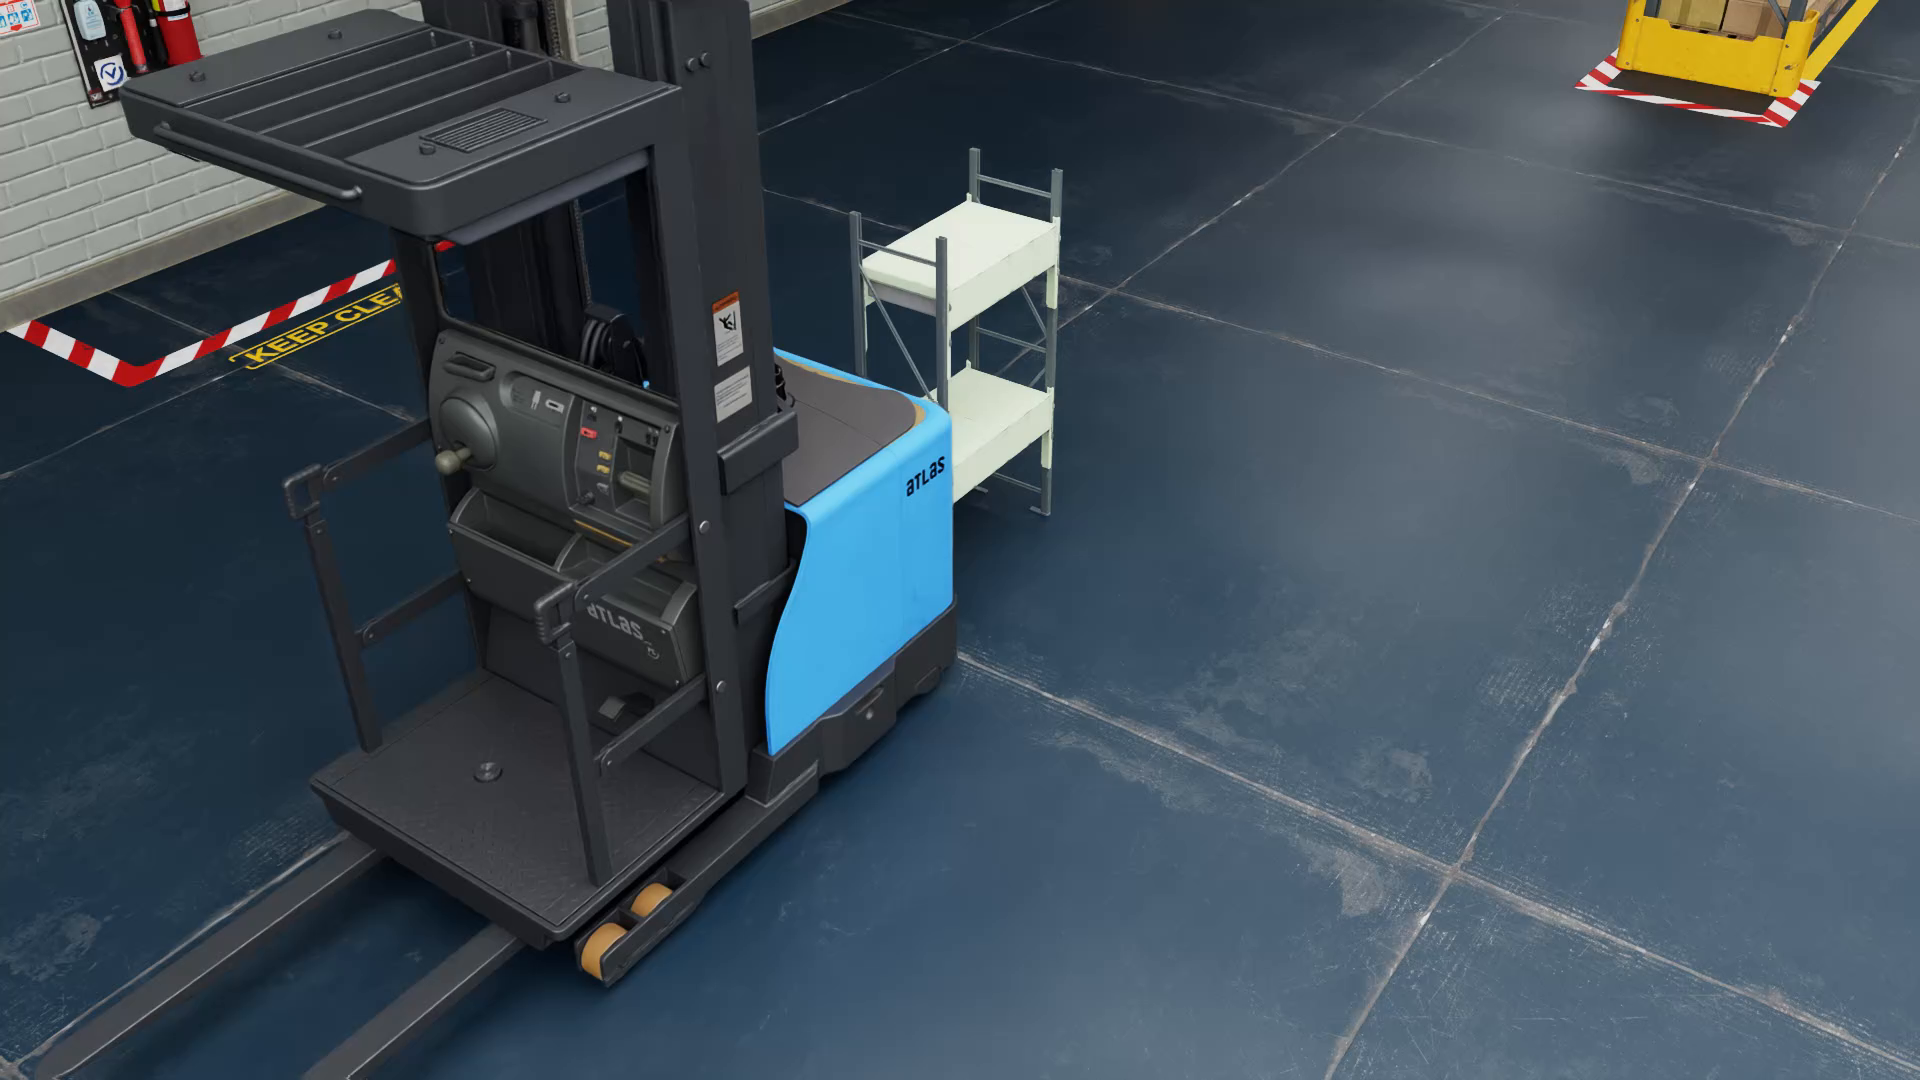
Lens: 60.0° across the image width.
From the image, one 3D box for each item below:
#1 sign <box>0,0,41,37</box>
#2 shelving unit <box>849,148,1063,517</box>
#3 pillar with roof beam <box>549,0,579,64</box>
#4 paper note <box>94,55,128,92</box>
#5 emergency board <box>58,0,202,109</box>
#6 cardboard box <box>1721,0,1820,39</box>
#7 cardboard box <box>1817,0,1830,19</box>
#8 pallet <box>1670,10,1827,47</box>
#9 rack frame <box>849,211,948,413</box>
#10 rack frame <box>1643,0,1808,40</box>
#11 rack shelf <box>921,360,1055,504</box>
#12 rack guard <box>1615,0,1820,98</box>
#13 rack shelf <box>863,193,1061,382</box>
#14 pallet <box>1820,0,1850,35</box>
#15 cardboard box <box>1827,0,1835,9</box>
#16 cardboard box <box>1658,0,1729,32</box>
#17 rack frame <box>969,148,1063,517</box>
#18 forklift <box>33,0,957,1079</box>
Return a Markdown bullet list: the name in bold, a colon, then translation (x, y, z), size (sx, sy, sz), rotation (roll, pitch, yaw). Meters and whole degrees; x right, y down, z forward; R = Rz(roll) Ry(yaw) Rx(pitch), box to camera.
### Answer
- **sign**: translation (-4.479, -2.551, 7.813), size (0.001, 0.329, 0.234), rotation (21, 39, 28)
- **shelving unit**: translation (-0.004, -0.618, 6.325), size (0.431, 1.500, 0.755), rotation (21, 39, 28)
- **pillar with roof beam**: translation (0.898, -4.993, 6.100), size (9.100, 9.000, 0.400), rotation (21, 39, 28)
- **paper note**: translation (-4.236, -2.333, 8.309), size (0.016, 0.148, 0.142), rotation (21, 39, 28)
- **emergency board**: translation (-4.079, -2.758, 8.150), size (0.194, 1.169, 0.643), rotation (21, 39, 28)
- **cardboard box**: translation (5.655, -3.676, 11.587), size (0.500, 0.250, 0.500), rotation (21, 39, 28)
- **cardboard box**: translation (5.937, -3.907, 11.929), size (0.500, 0.250, 0.500), rotation (21, 39, 28)
- **pallet**: translation (5.568, -3.675, 11.996), size (1.003, 0.211, 1.213), rotation (21, 39, 28)
- **rack frame**: translation (-0.212, -0.450, 6.076), size (0.400, 1.500, 0.023), rotation (21, 39, 28)
- **rack frame**: translation (5.166, -4.465, 10.675), size (1.000, 3.000, 0.127), rotation (21, 39, 28)
- **rack shelf**: translation (-0.004, -0.348, 6.508), size (0.431, 0.370, 0.720), rotation (21, 39, 28)
- **rack guard**: translation (5.152, -3.418, 11.359), size (1.175, 0.500, 0.348), rotation (21, 39, 28)
- **rack shelf**: translation (-0.004, -0.941, 6.107), size (0.431, 0.370, 0.720), rotation (21, 39, 28)
- **pallet**: translation (6.264, -4.234, 12.823), size (1.003, 0.211, 1.213), rotation (21, 39, 28)
- **cardboard box**: translation (6.222, -4.137, 12.269), size (0.500, 0.250, 0.500), rotation (21, 39, 28)
- **cardboard box**: translation (5.229, -3.841, 11.832), size (0.500, 0.250, 0.500), rotation (21, 39, 28)
- **rack frame**: translation (0.205, -0.787, 6.574), size (0.400, 1.500, 0.023), rotation (21, 39, 28)
- **forklift**: translation (-1.265, -0.236, 4.483), size (1.130, 2.935, 3.031), rotation (21, 40, 28)
